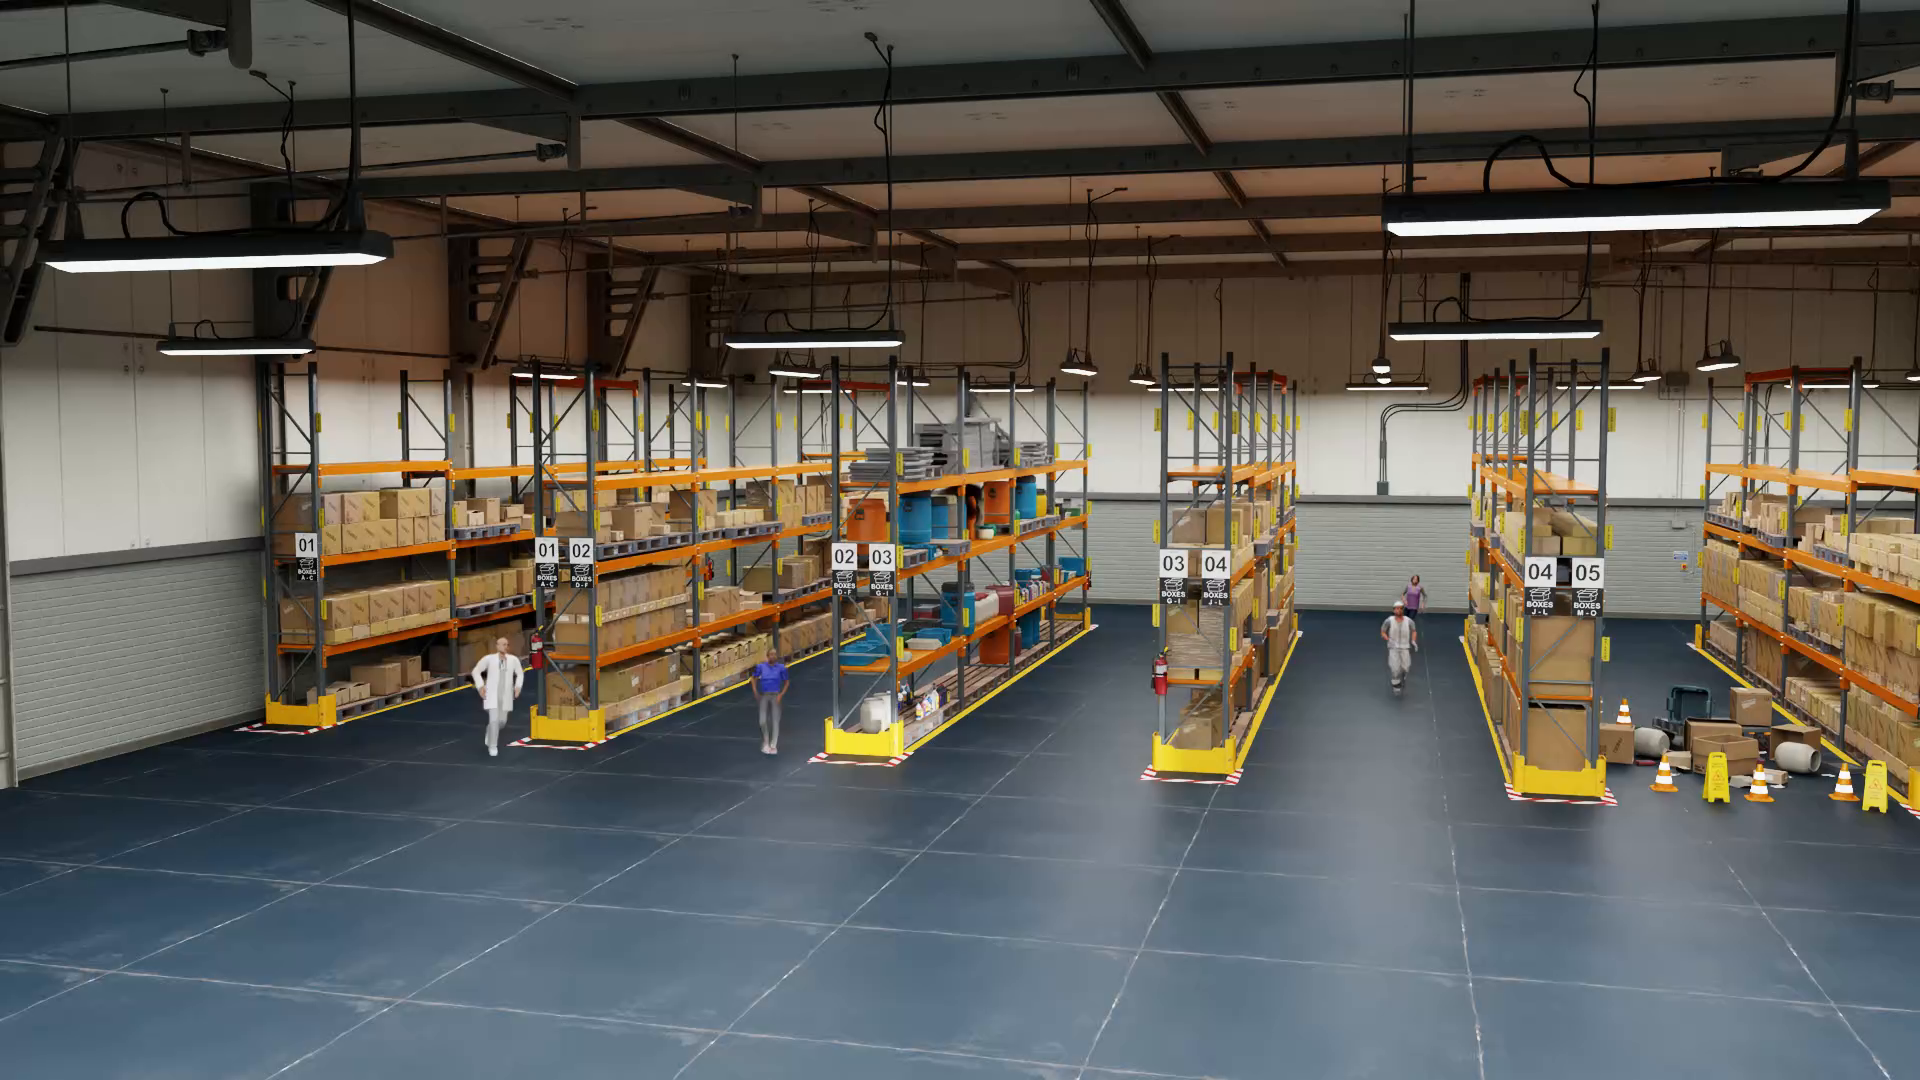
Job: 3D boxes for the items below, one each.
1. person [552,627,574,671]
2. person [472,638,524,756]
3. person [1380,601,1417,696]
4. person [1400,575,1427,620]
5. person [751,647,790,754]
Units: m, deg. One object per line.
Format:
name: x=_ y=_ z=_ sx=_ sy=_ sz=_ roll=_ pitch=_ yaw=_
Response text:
person: x=-7.337 y=1.999 z=31.051 sx=0.612 sy=1.636 sz=0.576 roll=0 pitch=4 yaw=5
person: x=-7.027 y=2.366 z=25.345 sx=0.767 sy=1.742 sz=0.705 roll=-2 pitch=5 yaw=-30
person: x=8.033 y=1.995 z=30.431 sx=0.655 sy=1.742 sz=0.593 roll=1 pitch=4 yaw=8
person: x=10.250 y=1.557 z=37.652 sx=0.605 sy=1.564 sz=0.804 roll=2 pitch=4 yaw=26
person: x=-2.865 y=2.424 z=25.088 sx=0.595 sy=1.620 sz=0.589 roll=0 pitch=4 yaw=-3
